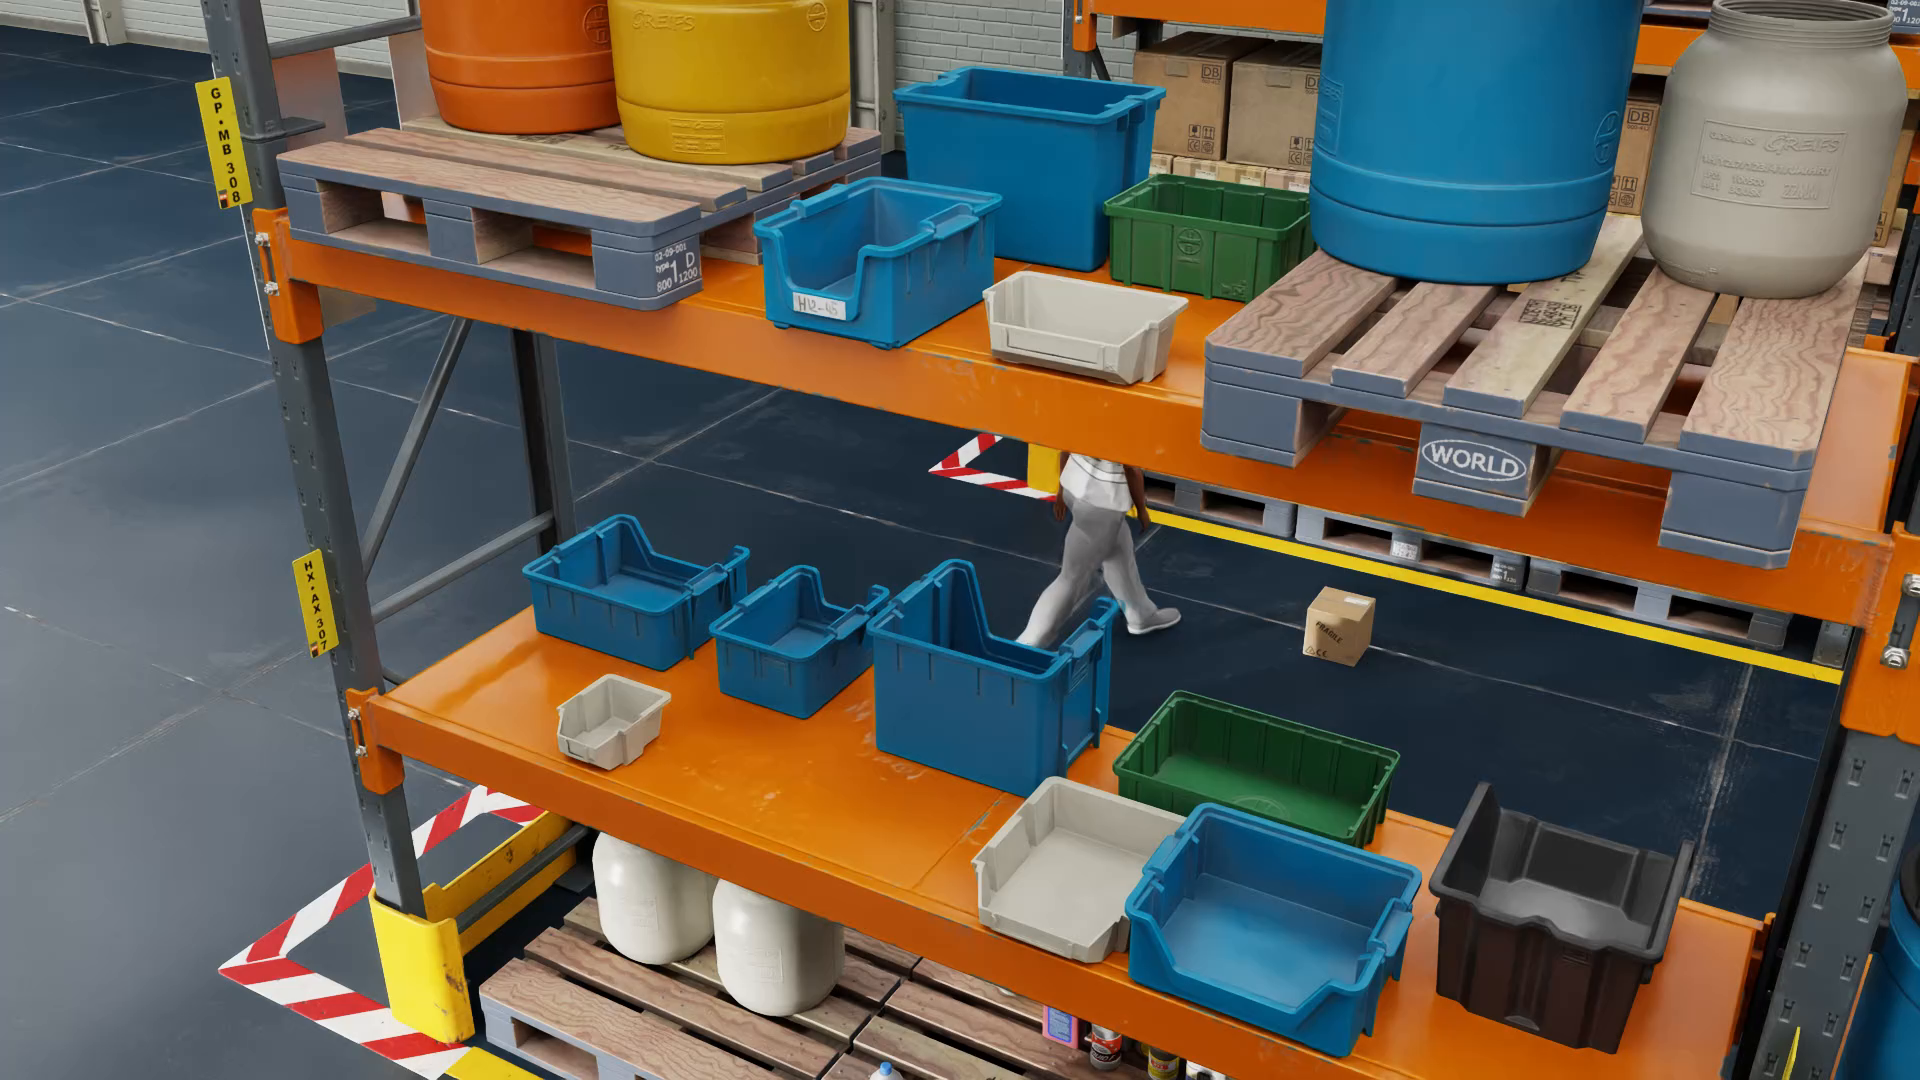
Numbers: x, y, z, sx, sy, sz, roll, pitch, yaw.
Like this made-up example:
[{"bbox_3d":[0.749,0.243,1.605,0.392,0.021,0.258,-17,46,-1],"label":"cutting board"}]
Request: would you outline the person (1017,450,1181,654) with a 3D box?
[{"bbox_3d":[0.669,-0.202,7.464,0.963,1.622,0.447,-10,28,-19],"label":"person"}]
